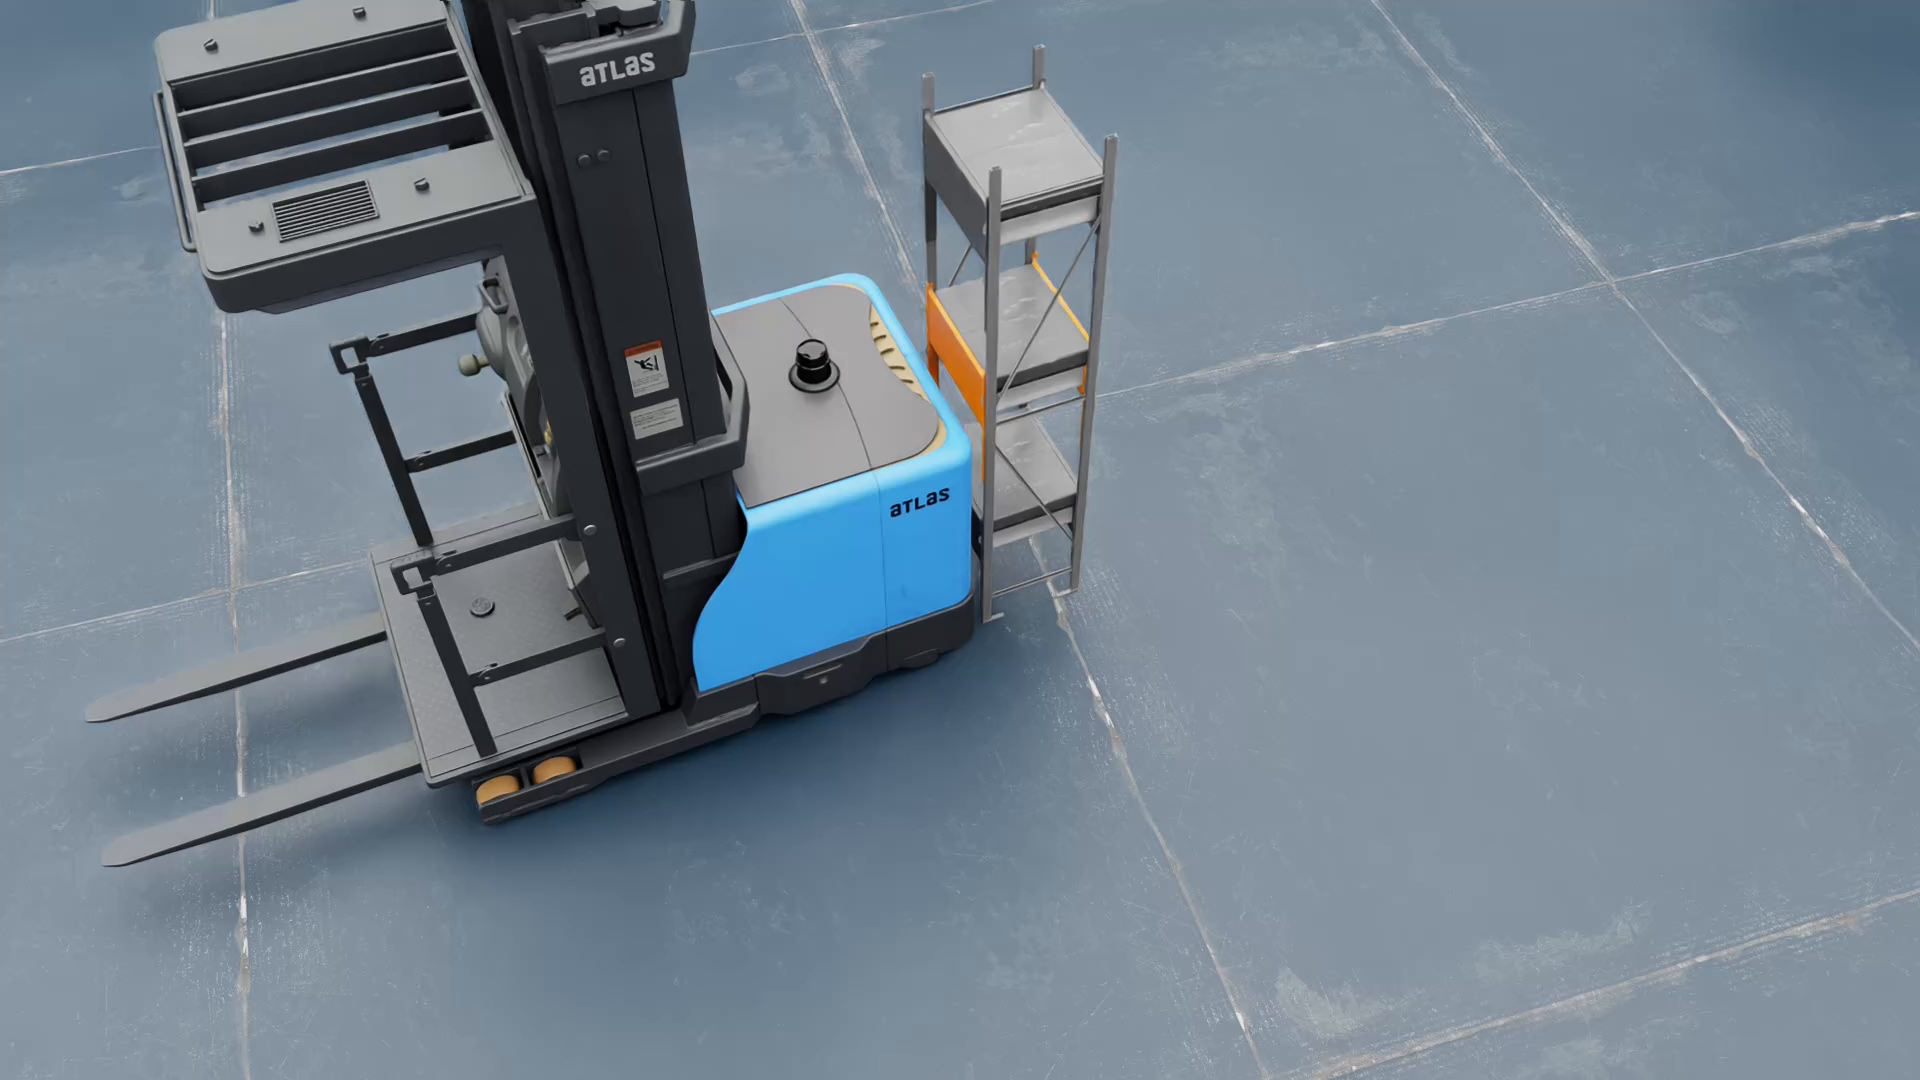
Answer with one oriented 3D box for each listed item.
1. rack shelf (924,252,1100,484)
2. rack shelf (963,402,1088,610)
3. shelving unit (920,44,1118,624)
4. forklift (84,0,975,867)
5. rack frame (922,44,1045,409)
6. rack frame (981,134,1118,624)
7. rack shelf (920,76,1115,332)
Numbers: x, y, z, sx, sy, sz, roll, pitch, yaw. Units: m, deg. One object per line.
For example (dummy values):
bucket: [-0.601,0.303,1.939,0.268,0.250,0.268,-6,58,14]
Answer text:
rack shelf: [0.170,-0.588,5.679,0.431,0.518,0.480,-18,52,-15]
rack shelf: [0.170,-0.136,6.215,0.431,0.518,0.480,-18,52,-15]
shelving unit: [0.170,-0.596,5.669,0.431,2.100,0.503,-18,52,-15]
forklift: [-1.511,-0.443,4.996,3.031,2.935,1.130,-18,52,-15]
rack frame: [0.072,-0.767,5.813,0.400,2.100,0.015,-18,52,-15]
rack frame: [0.267,-0.425,5.525,0.400,2.100,0.015,-18,52,-15]
rack shelf: [0.170,-1.039,5.144,0.431,0.518,0.480,-18,52,-15]
